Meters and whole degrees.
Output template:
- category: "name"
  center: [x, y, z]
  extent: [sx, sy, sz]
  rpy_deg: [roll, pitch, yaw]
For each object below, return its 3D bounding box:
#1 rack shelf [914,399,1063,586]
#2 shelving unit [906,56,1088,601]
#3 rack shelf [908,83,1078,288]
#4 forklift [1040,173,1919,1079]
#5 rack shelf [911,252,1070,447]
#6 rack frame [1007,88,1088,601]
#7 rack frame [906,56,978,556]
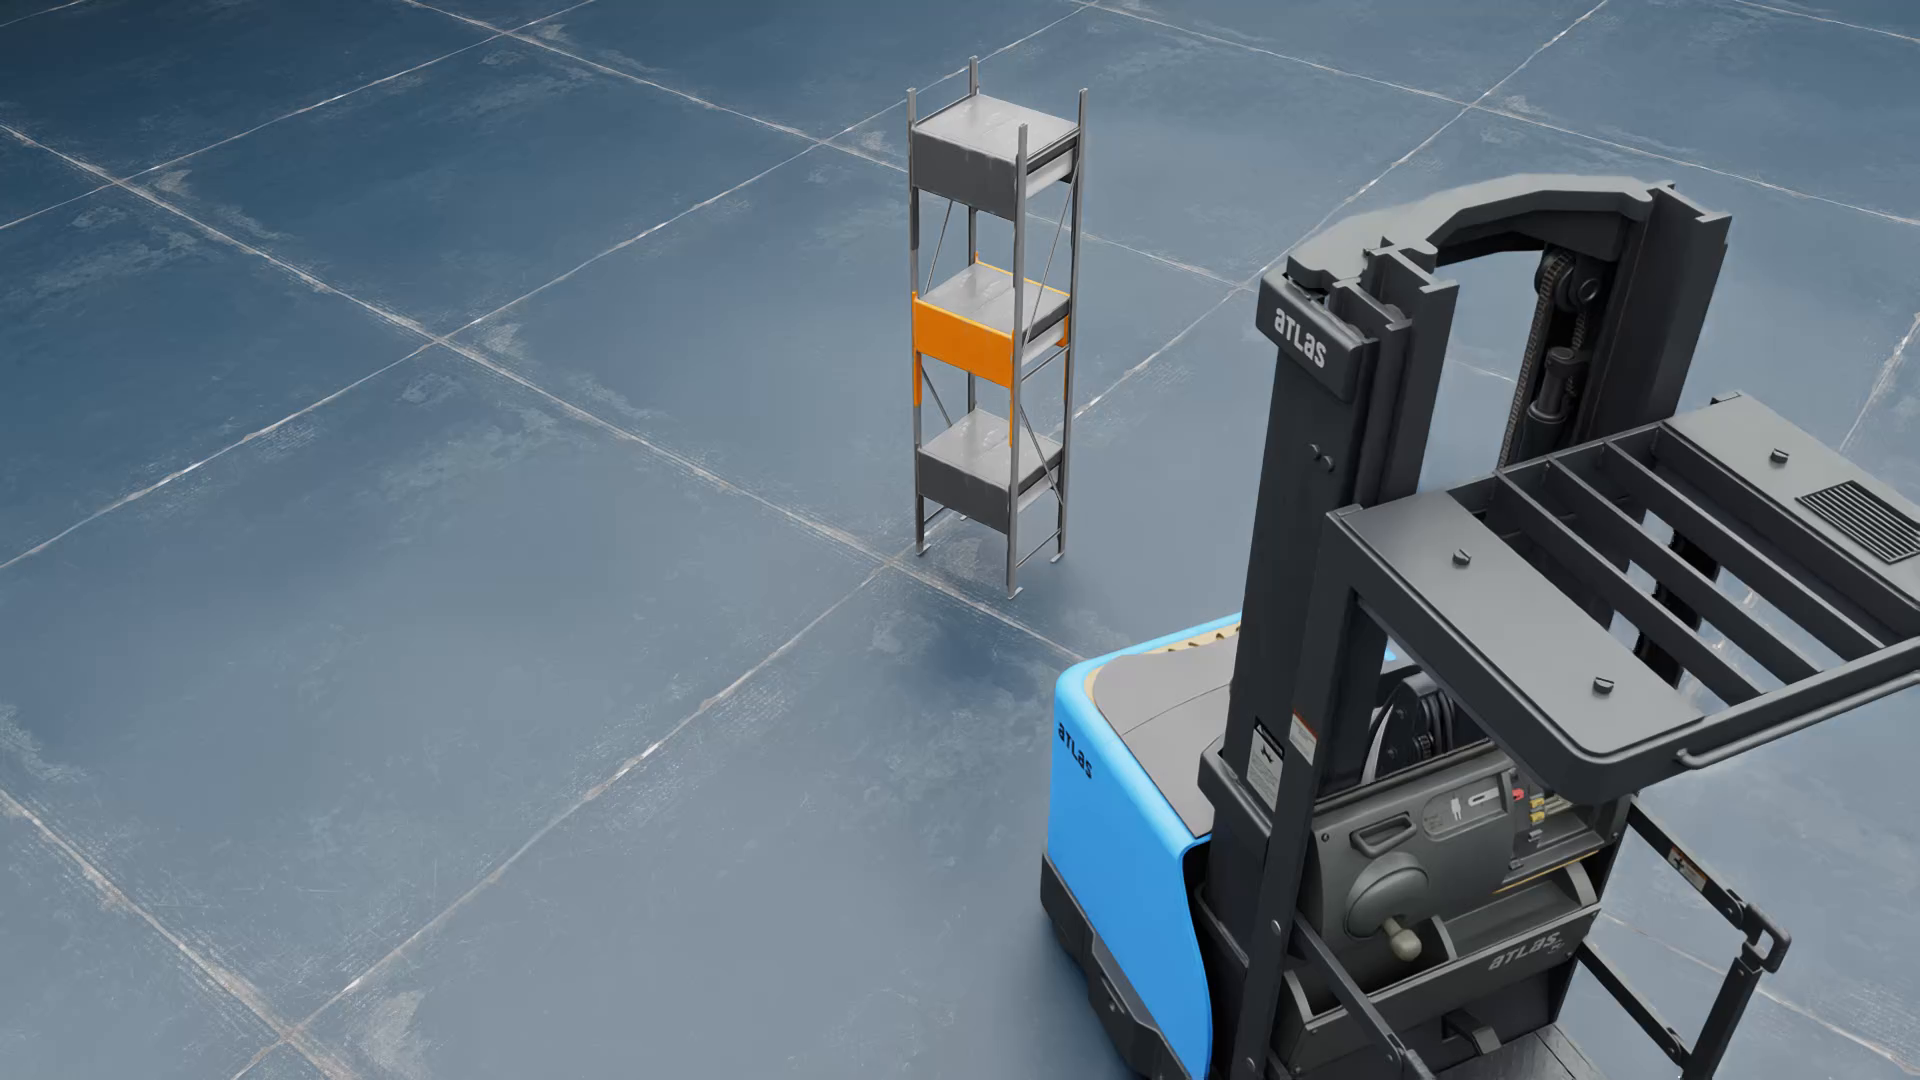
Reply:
- category: "rack shelf"
  center: [0.131, -0.203, 6.963]
  extent: [0.480, 0.518, 0.431]
  rpy_deg: [25, 45, 29]
- category: "shelving unit"
  center: [0.131, -0.765, 6.524]
  extent: [0.503, 2.100, 0.431]
  rpy_deg: [25, 45, 29]
- category: "rack shelf"
  center: [0.131, -1.305, 6.100]
  extent: [0.480, 0.518, 0.431]
  rpy_deg: [25, 45, 29]
- category: "forklift"
  center: [1.341, 0.787, 3.867]
  extent: [1.130, 2.935, 3.031]
  rpy_deg: [-16, 41, -19]
- category: "rack shelf"
  center: [0.131, -0.754, 6.532]
  extent: [0.480, 0.518, 0.431]
  rpy_deg: [25, 45, 29]
- category: "rack frame"
  center: [0.325, -0.673, 6.407]
  extent: [0.015, 2.100, 0.400]
  rpy_deg: [25, 45, 29]
- category: "rack frame"
  center: [-0.062, -0.856, 6.640]
  extent: [0.015, 2.100, 0.400]
  rpy_deg: [25, 45, 29]
